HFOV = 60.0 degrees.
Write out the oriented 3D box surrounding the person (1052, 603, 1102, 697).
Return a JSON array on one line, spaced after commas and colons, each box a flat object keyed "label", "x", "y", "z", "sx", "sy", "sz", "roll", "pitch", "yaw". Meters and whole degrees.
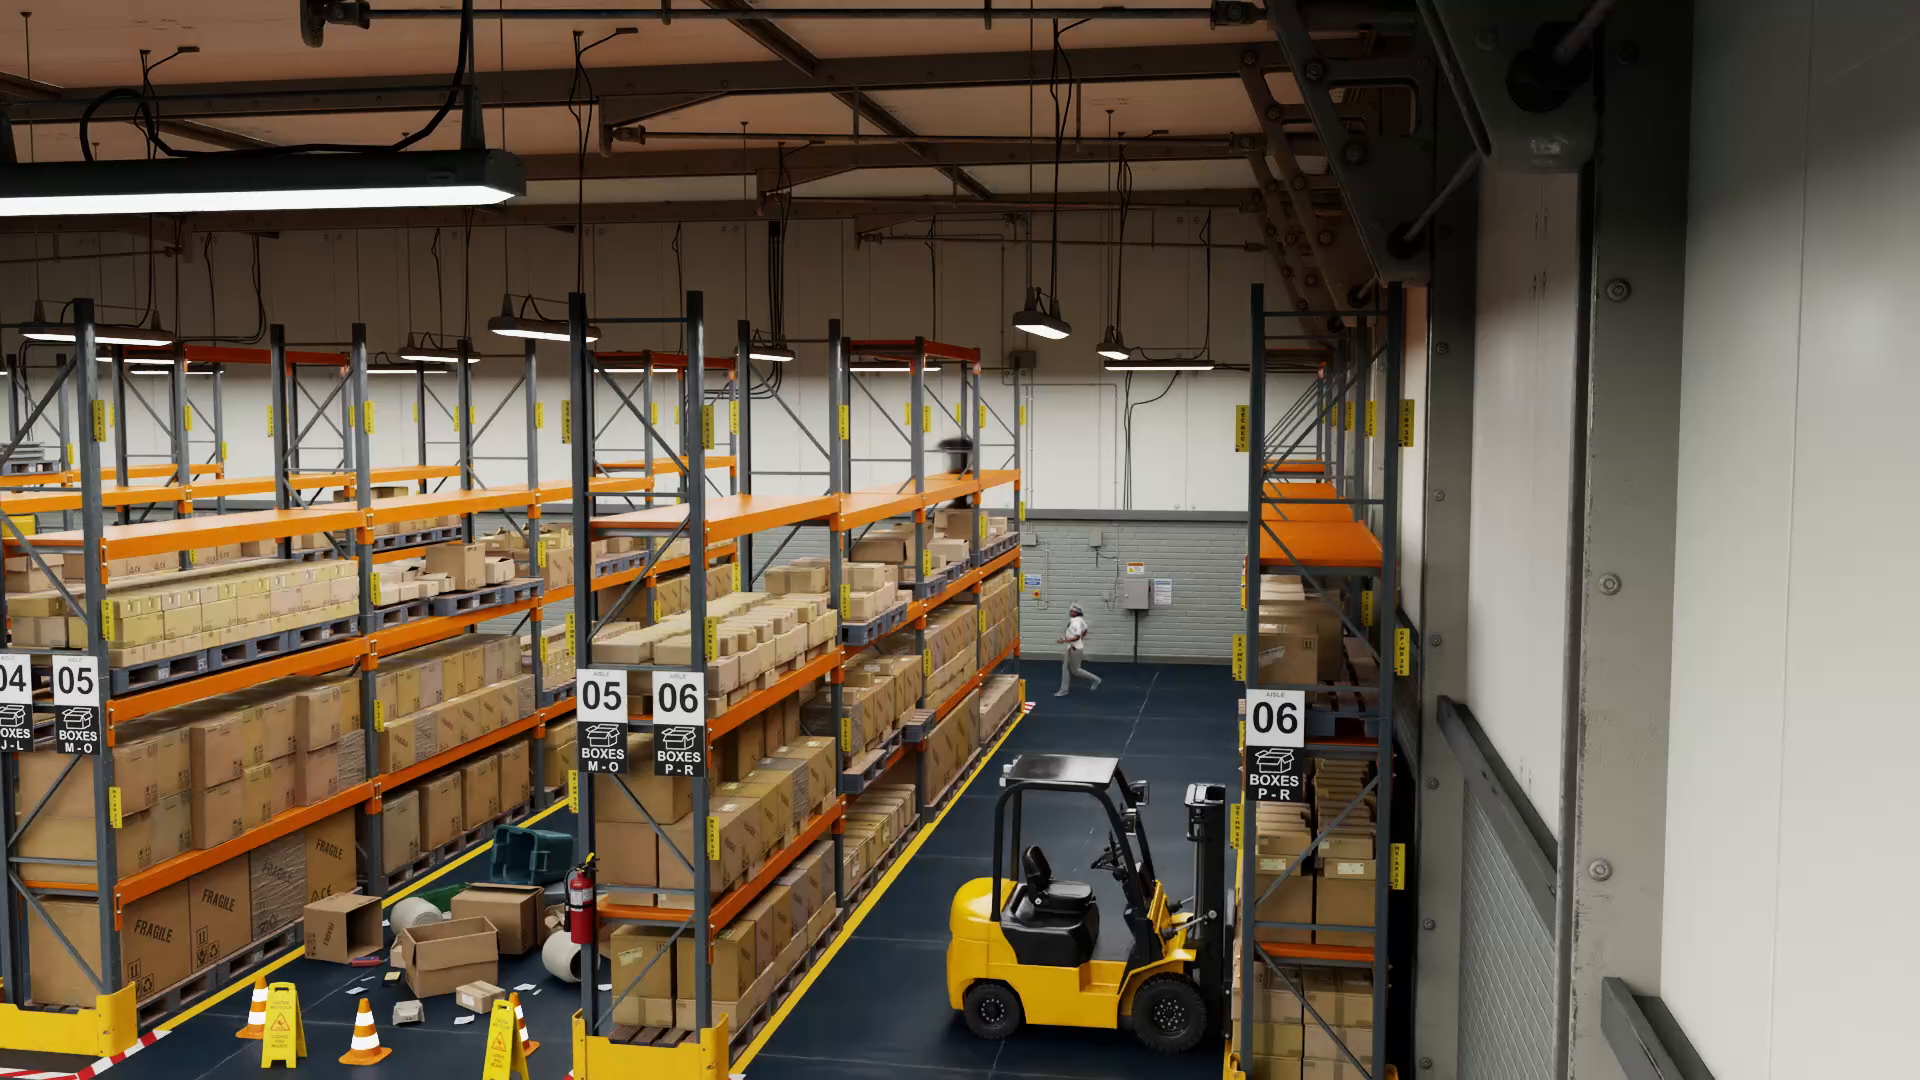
[{"label": "person", "x": 2.071, "y": 1.958, "z": 29.520, "sx": 0.864, "sy": 1.704, "sz": 0.584, "roll": 1, "pitch": 5, "yaw": 7}]
